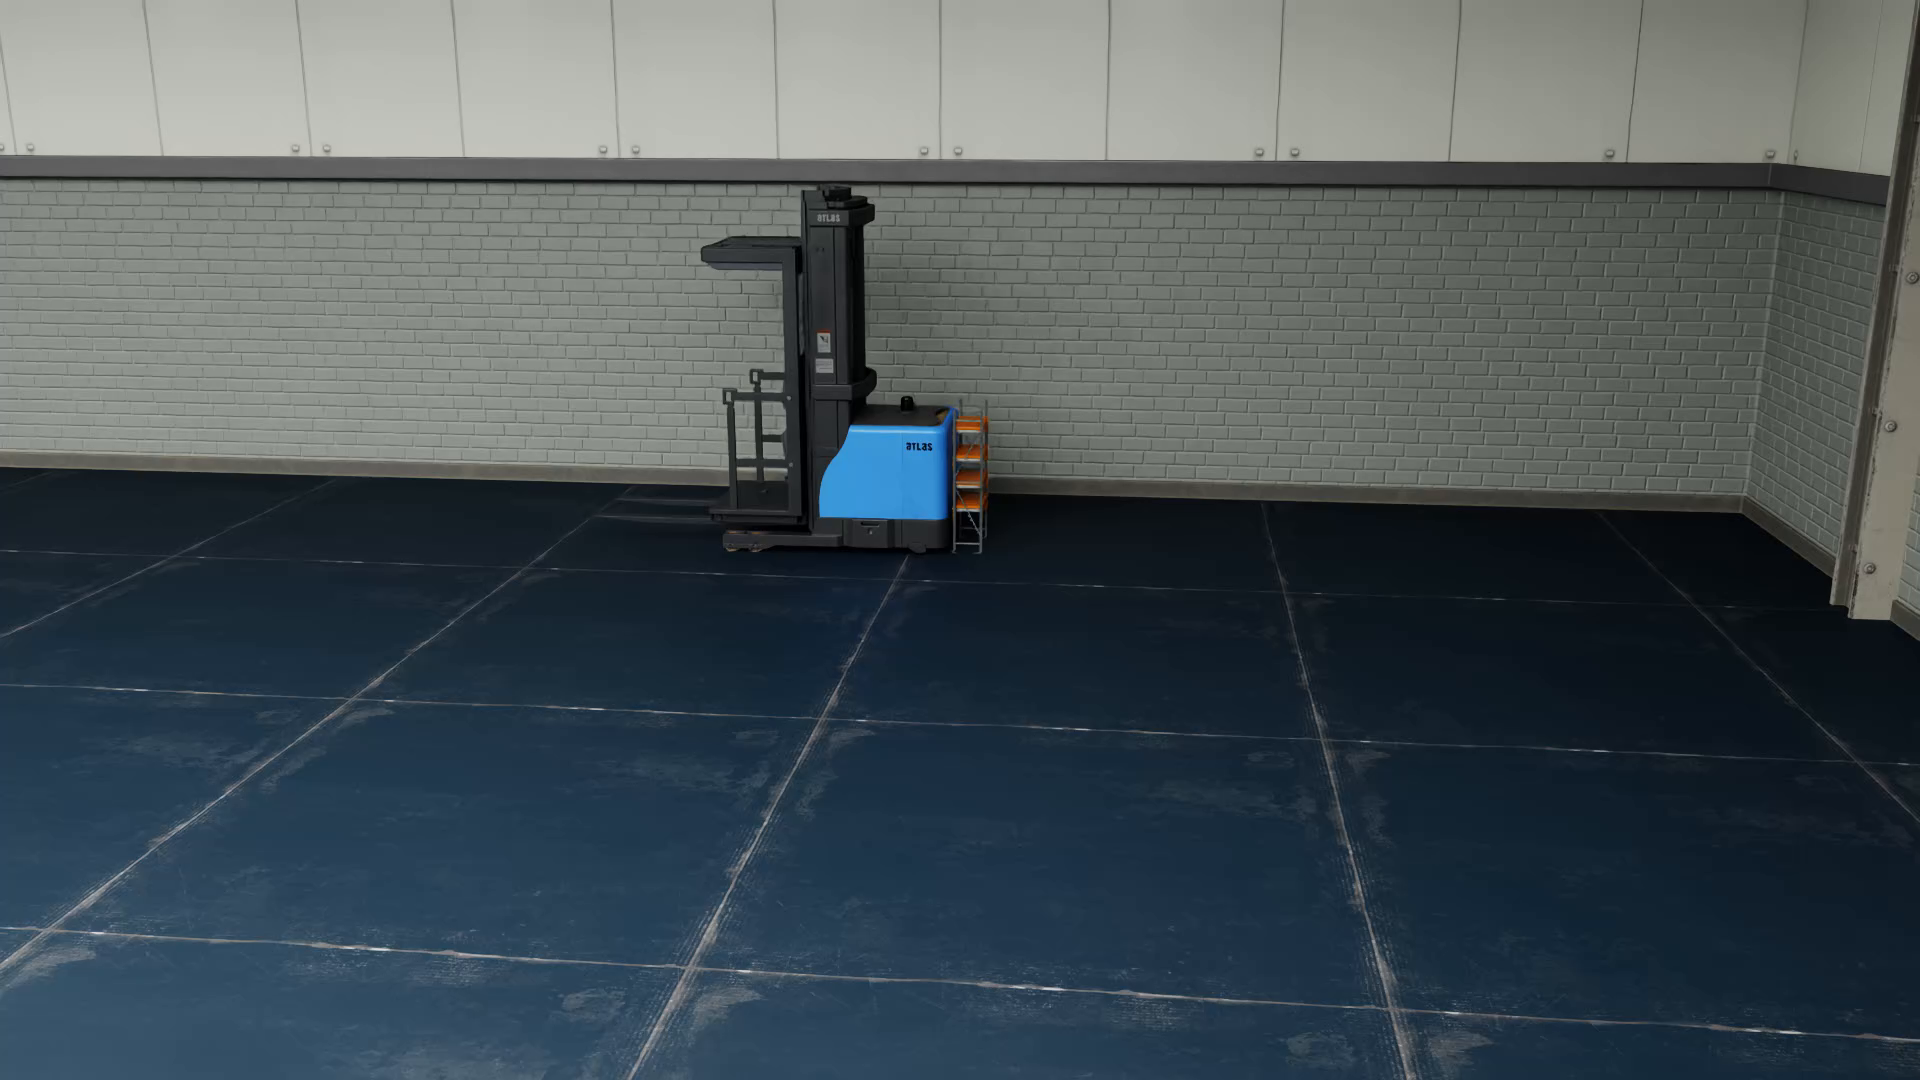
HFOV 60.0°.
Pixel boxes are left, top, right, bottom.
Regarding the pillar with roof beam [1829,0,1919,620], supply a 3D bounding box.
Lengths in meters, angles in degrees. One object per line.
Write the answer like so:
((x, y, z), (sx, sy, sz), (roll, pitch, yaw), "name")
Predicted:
((2.352, -3.948, 11.523), (9.100, 9.000, 0.400), (2, 15, 6), "pillar with roof beam")

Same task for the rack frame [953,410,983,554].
((0.064, -0.470, 13.601), (0.240, 1.200, 0.015), (2, 15, 6), "rack frame")

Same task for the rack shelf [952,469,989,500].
((0.089, -0.469, 13.853), (0.258, 0.148, 0.480), (2, 15, 6), "rack shelf")

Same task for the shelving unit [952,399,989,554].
((0.089, -0.533, 13.836), (0.258, 1.200, 0.503), (2, 15, 6), "shelving unit")

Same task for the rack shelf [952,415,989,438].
((0.090, -0.913, 13.733), (0.258, 0.148, 0.480), (2, 15, 6), "rack shelf")

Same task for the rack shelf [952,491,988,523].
((0.089, -0.277, 13.905), (0.258, 0.148, 0.480), (2, 15, 6), "rack shelf")

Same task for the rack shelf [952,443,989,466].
((0.089, -0.684, 13.795), (0.258, 0.148, 0.480), (2, 15, 6), "rack shelf")

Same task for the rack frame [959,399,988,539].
((0.114, -0.597, 14.070), (0.240, 1.200, 0.015), (2, 15, 6), "rack frame")

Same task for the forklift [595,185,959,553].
((-1.551, -1.449, 13.904), (3.031, 2.935, 1.130), (2, 15, 6), "forklift")
